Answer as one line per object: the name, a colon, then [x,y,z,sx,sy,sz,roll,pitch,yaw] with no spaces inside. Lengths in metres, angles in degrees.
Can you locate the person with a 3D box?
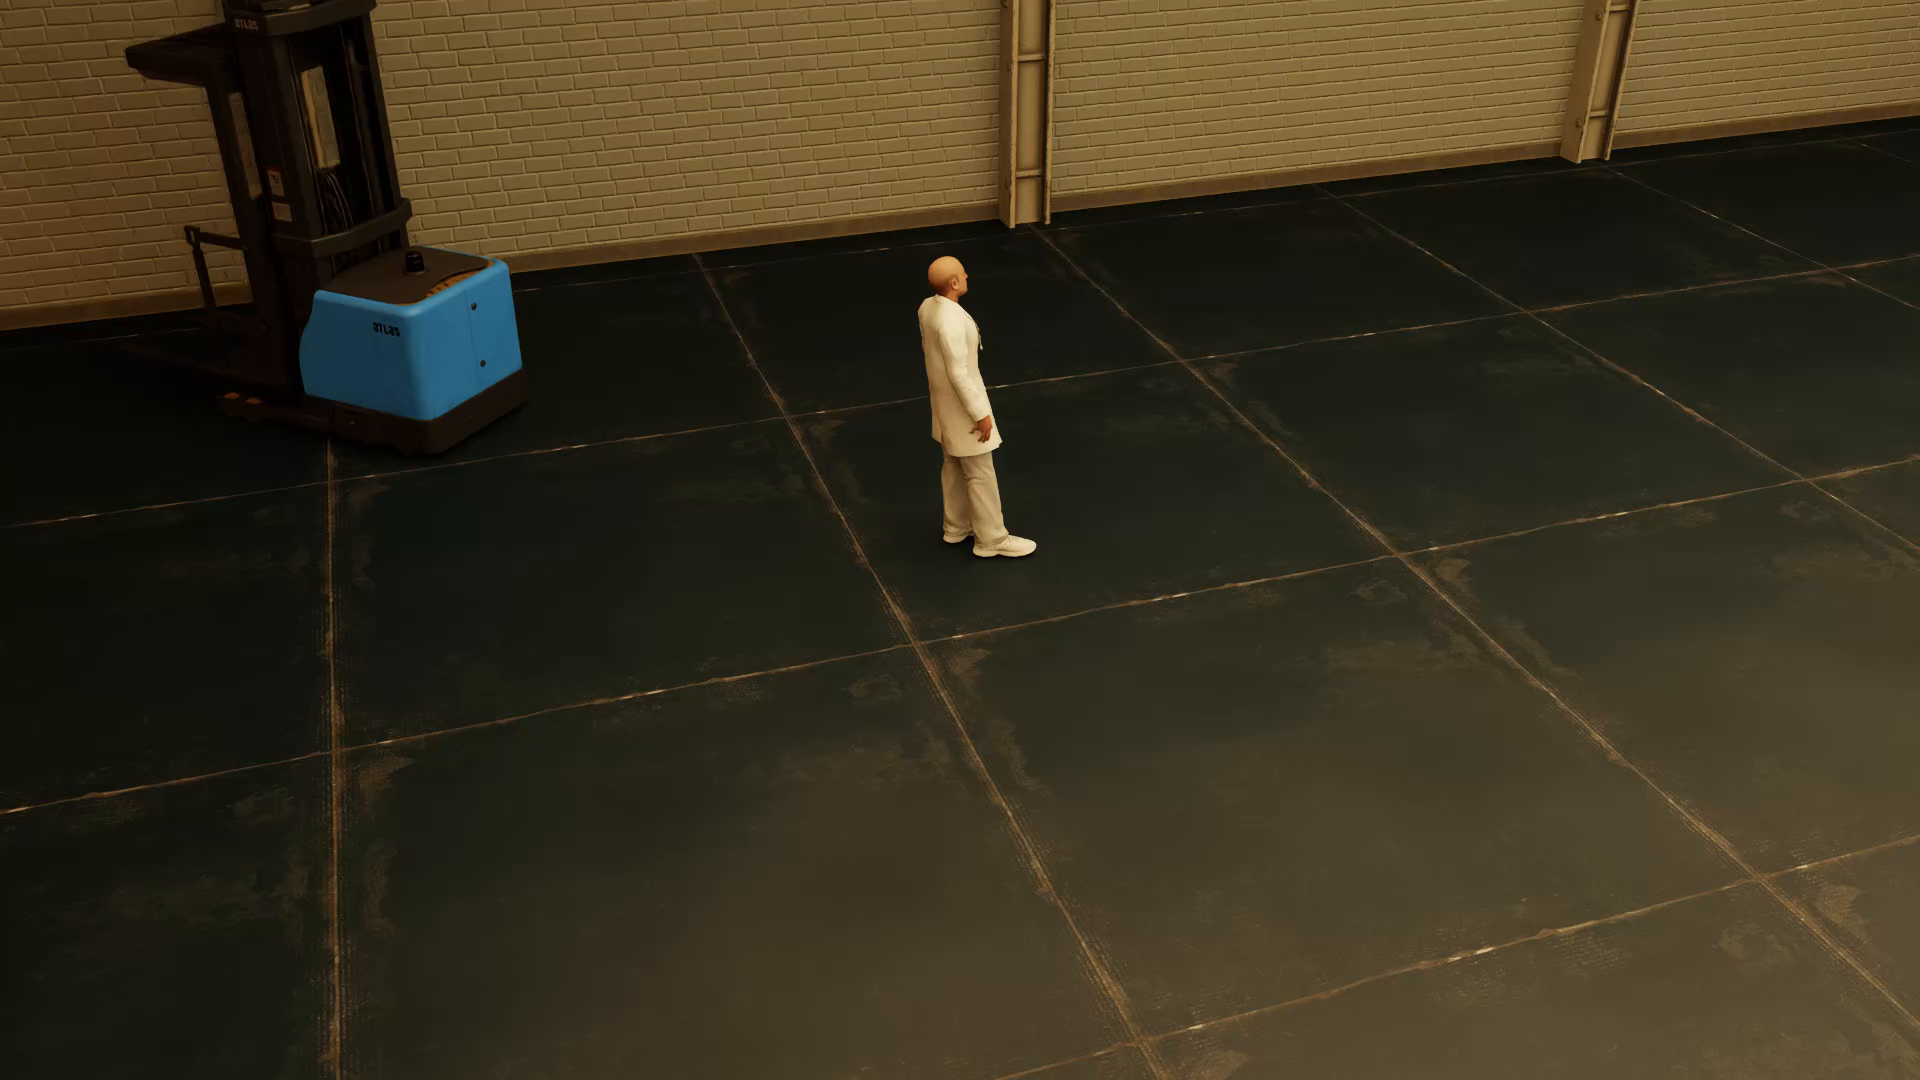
person: [0.088,-0.789,9.601,0.578,1.777,0.696,-10,31,-16]

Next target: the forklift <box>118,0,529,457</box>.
forklift: [-4.566,-2.304,11.092,3.031,2.935,1.130,13,32,21]
